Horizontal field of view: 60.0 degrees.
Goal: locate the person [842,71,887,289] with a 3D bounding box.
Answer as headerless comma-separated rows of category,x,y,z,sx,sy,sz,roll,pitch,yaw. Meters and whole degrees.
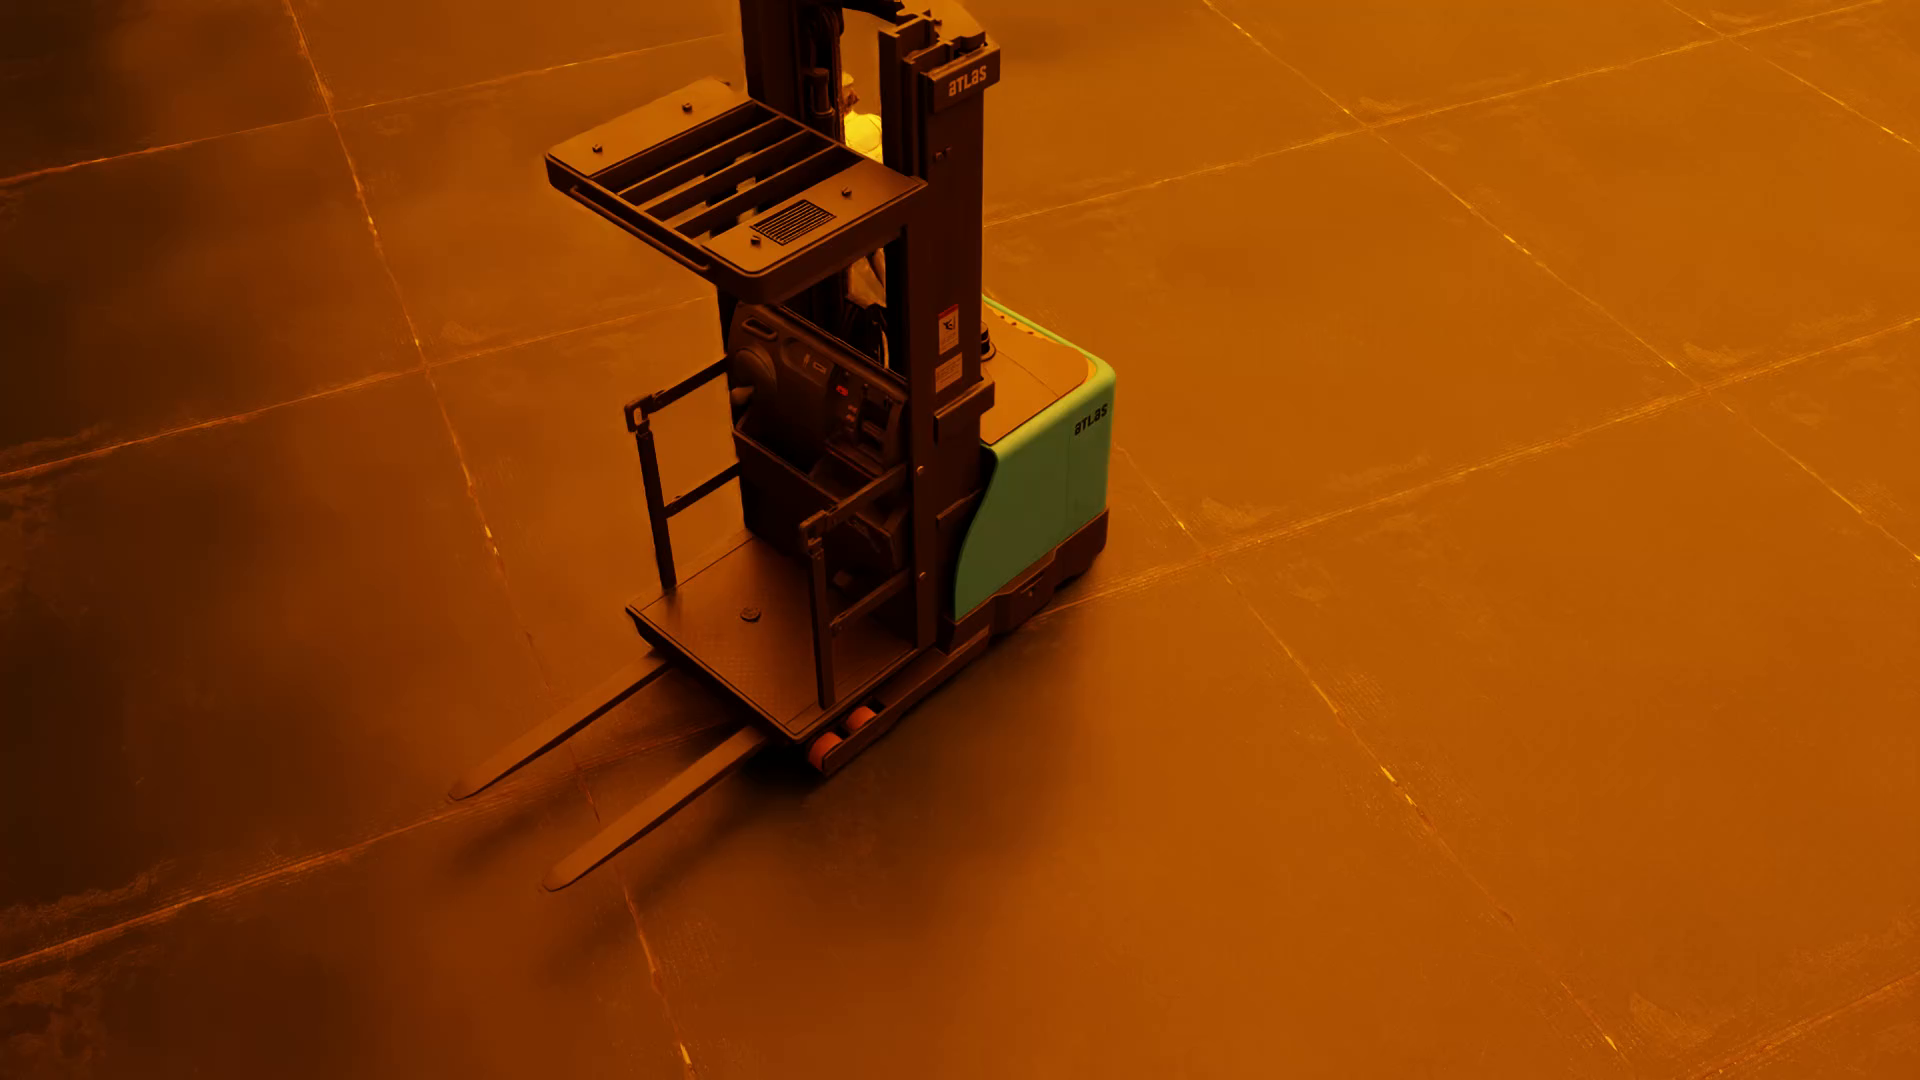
person,-0.491,-1.670,8.561,0.893,1.509,0.523,-30,51,-28

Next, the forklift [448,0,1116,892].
forklift,-0.702,-0.517,6.235,1.130,2.935,3.031,33,52,30
